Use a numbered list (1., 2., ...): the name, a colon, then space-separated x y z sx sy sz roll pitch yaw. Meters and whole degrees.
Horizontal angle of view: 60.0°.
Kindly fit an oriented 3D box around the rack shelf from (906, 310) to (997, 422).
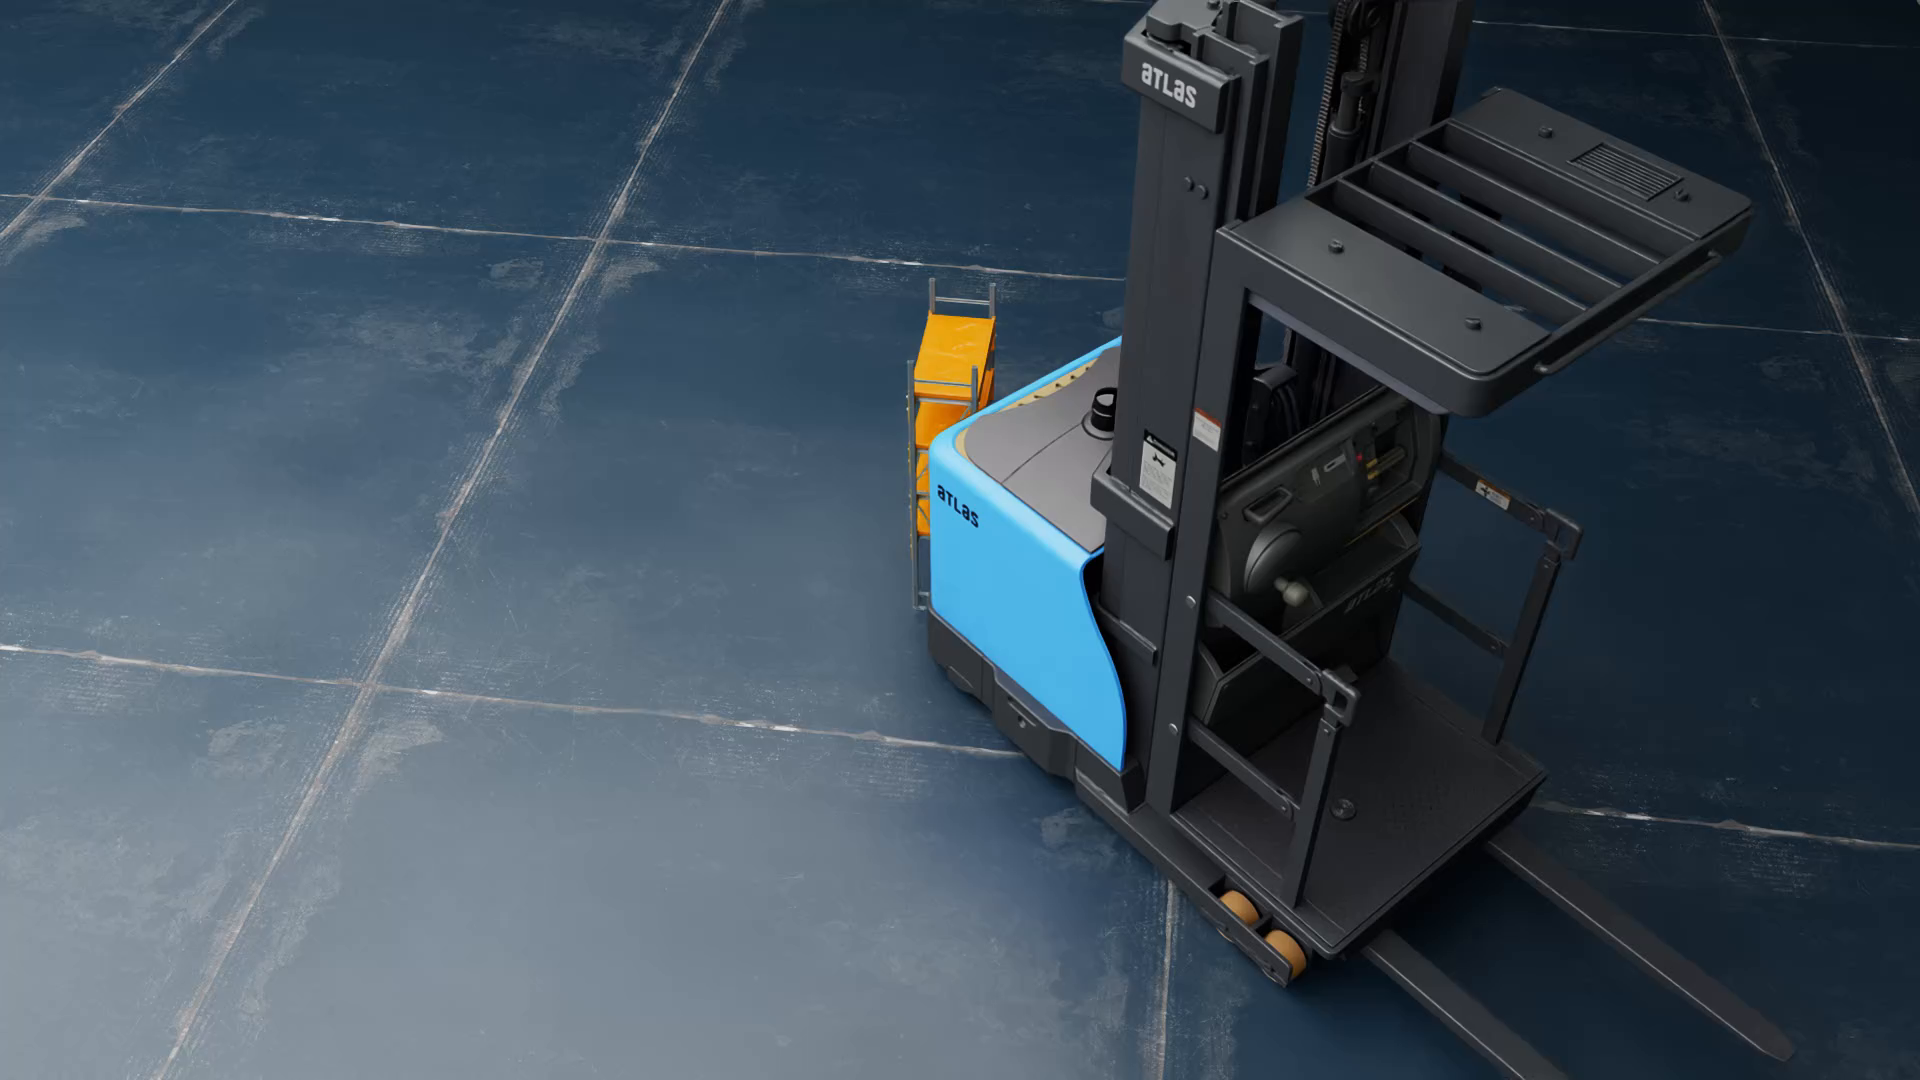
1. rack shelf: -0.025 -0.613 5.953 0.258 0.148 0.480 6 44 6

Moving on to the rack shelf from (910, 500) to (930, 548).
1. rack shelf: -0.027 -0.135 6.406 0.258 0.148 0.480 6 44 6

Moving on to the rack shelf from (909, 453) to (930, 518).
1. rack shelf: -0.026 -0.279 6.269 0.258 0.148 0.480 6 44 6

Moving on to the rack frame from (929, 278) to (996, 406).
1. rack frame: 0.008 -0.494 6.399 0.240 1.200 0.015 6 44 6

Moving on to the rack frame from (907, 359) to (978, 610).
1. rack frame: -0.060 -0.162 6.048 0.240 1.200 0.015 6 44 6

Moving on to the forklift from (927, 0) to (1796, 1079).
1. forklift: 1.212 -0.061 4.682 1.130 2.935 3.031 -30 51 -28

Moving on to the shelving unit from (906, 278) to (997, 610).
1. shelving unit: -0.026 -0.328 6.223 0.258 1.200 0.503 6 44 6

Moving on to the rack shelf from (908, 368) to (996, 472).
1. rack shelf: -0.026 -0.441 6.116 0.258 0.148 0.480 6 44 6
